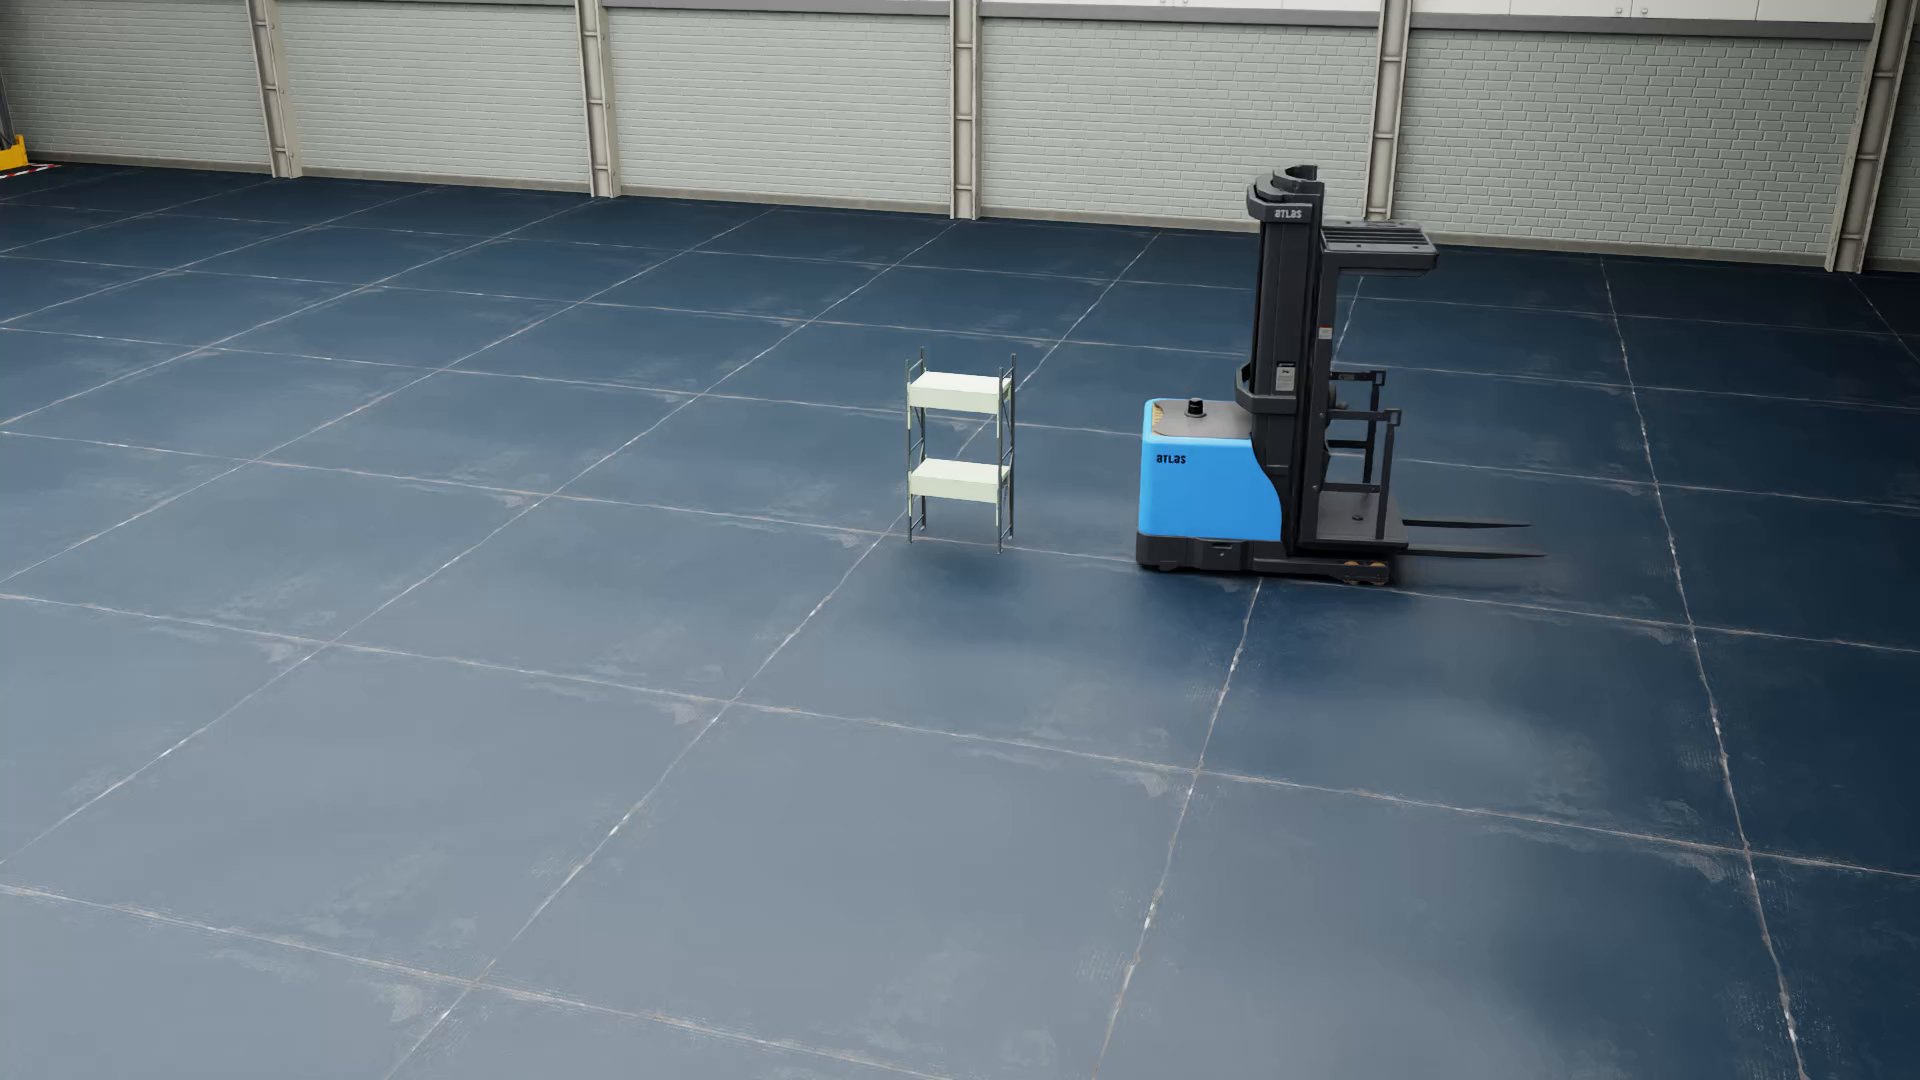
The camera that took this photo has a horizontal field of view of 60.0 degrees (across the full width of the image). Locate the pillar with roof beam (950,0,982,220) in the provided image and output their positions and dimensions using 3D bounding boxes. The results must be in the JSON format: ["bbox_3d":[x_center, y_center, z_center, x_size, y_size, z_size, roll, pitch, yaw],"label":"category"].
[{"bbox_3d":[-1.157,-7.456,19.495,0.400,9.000,9.100,7,23,16],"label":"pillar with roof beam"}]

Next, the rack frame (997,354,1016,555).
[{"bbox_3d":[0.357,-0.653,12.791,0.023,1.500,0.400,7,23,16],"label":"rack frame"}]

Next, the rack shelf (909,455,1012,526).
[{"bbox_3d":[0.006,-0.392,13.012,0.720,0.370,0.431,7,23,16],"label":"rack shelf"}]

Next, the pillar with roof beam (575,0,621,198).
[{"bbox_3d":[-6.902,-8.114,21.098,0.400,9.000,9.100,7,23,16],"label":"pillar with roof beam"}]

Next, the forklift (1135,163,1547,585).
[{"bbox_3d":[2.887,-1.233,12.319,3.031,2.935,1.130,3,22,6],"label":"forklift"}]

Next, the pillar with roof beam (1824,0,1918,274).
[{"bbox_3d":[10.331,-6.141,16.288,0.400,9.000,9.100,7,23,16],"label":"pillar with roof beam"}]

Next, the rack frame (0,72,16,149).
[{"bbox_3d":[-16.740,-7.814,28.273,0.127,3.000,1.000,7,23,16],"label":"rack frame"}]

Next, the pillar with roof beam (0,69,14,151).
[{"bbox_3d":[-18.390,-9.429,24.305,0.400,9.000,9.100,7,23,16],"label":"pillar with roof beam"}]

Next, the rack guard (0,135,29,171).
[{"bbox_3d":[-16.717,-6.655,28.741,0.348,0.500,1.175,7,23,16],"label":"rack guard"}]

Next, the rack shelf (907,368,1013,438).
[{"bbox_3d":[0.006,-1.054,12.741,0.720,0.370,0.431,7,23,16],"label":"rack shelf"}]

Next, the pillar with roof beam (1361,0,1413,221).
[{"bbox_3d":[4.587,-6.799,17.892,0.400,9.000,9.100,7,23,16],"label":"pillar with roof beam"}]

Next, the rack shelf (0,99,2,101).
[{"bbox_3d":[-18.655,-7.701,28.944,4.000,0.370,1.077,7,23,16],"label":"rack shelf"}]

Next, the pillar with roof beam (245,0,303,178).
[{"bbox_3d":[-12.646,-8.772,22.702,0.400,9.000,9.100,7,23,16],"label":"pillar with roof beam"}]

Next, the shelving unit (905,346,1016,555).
[{"bbox_3d":[0.006,-0.693,12.889,0.755,1.500,0.431,7,23,16],"label":"shelving unit"}]

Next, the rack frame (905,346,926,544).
[{"bbox_3d":[-0.344,-0.733,12.986,0.023,1.500,0.400,7,23,16],"label":"rack frame"}]
